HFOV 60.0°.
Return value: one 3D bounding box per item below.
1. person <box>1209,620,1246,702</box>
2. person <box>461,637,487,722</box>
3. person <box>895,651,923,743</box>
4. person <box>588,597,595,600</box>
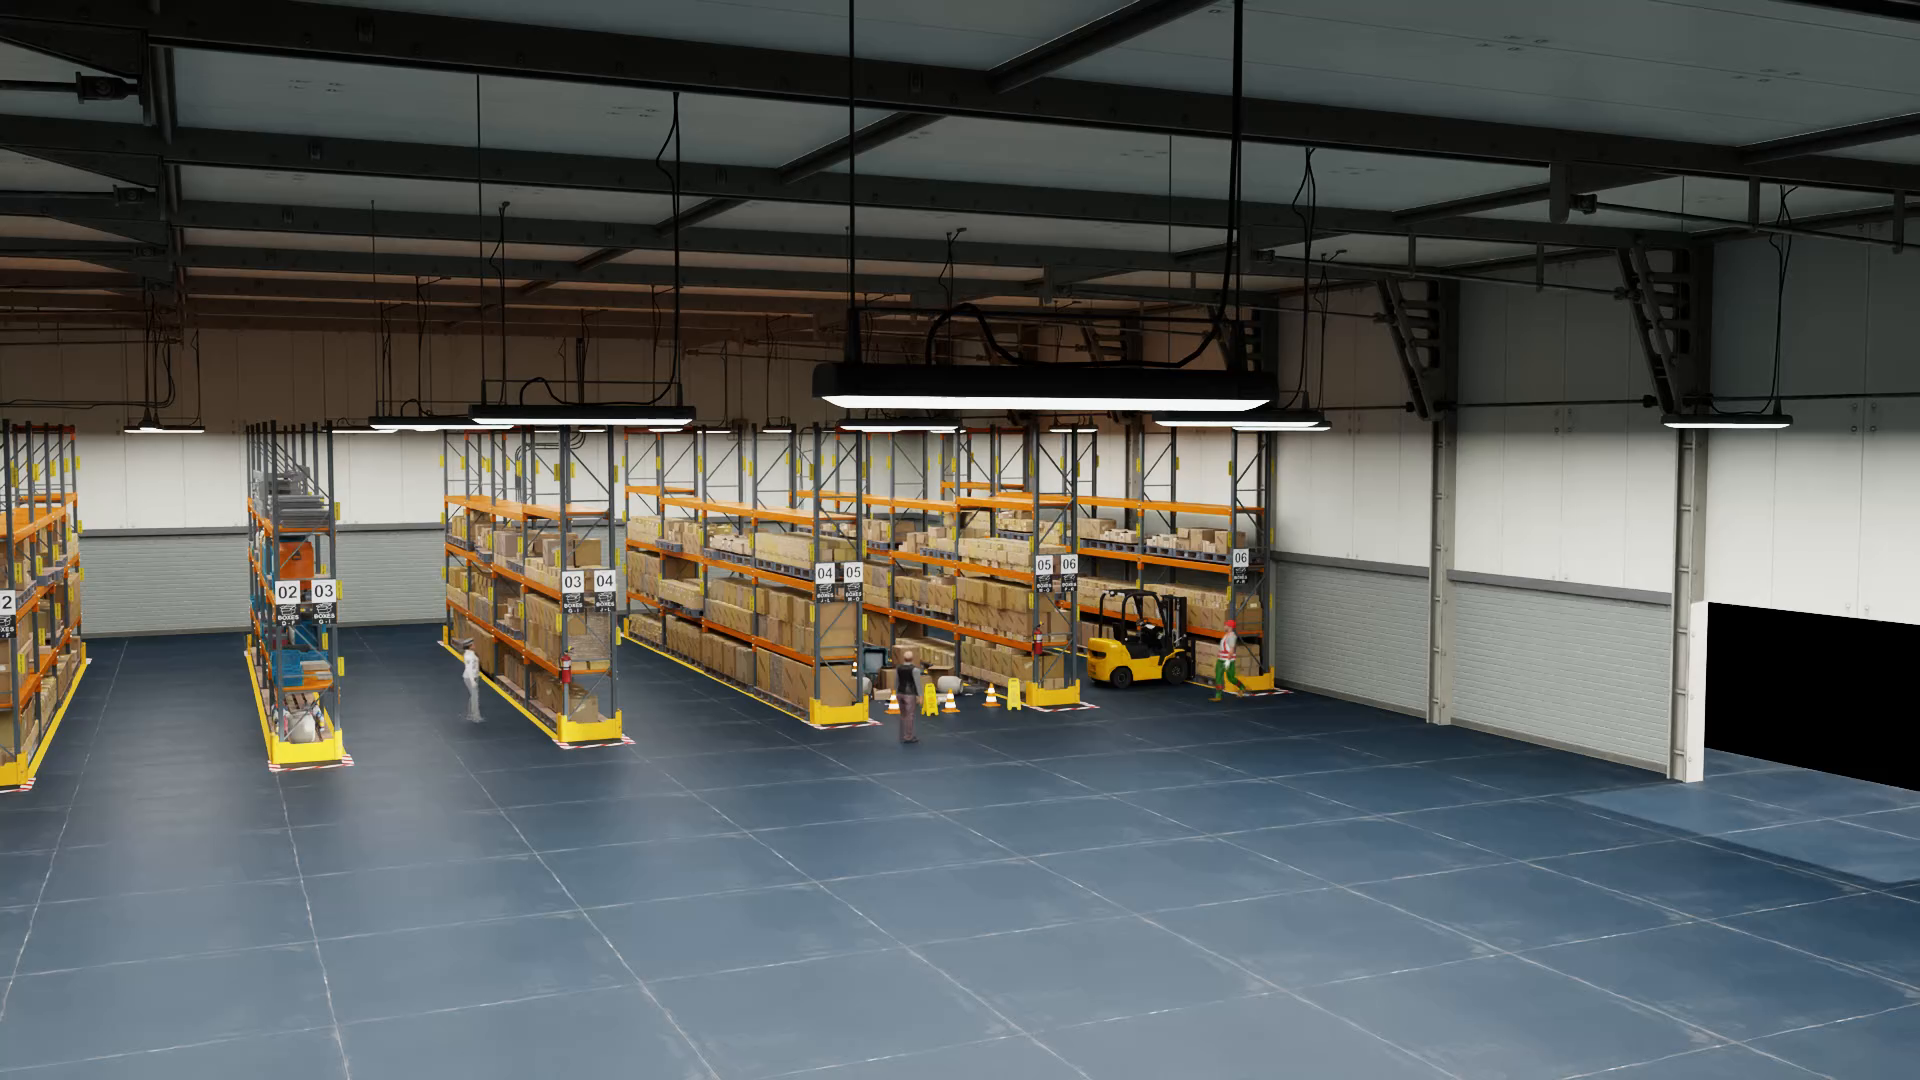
[{"bbox_3d":[5.782,2.603,35.865,0.851,1.766,0.499,-3,5,-40],"label":"person"},{"bbox_3d":[-9.738,2.816,33.463,0.558,1.712,0.484,0,4,6],"label":"person"},{"bbox_3d":[-0.940,2.926,31.112,0.466,1.720,0.592,-3,5,-38],"label":"person"},{"bbox_3d":[-10.546,1.869,48.330,0.459,1.654,0.620,1,4,22],"label":"person"}]
